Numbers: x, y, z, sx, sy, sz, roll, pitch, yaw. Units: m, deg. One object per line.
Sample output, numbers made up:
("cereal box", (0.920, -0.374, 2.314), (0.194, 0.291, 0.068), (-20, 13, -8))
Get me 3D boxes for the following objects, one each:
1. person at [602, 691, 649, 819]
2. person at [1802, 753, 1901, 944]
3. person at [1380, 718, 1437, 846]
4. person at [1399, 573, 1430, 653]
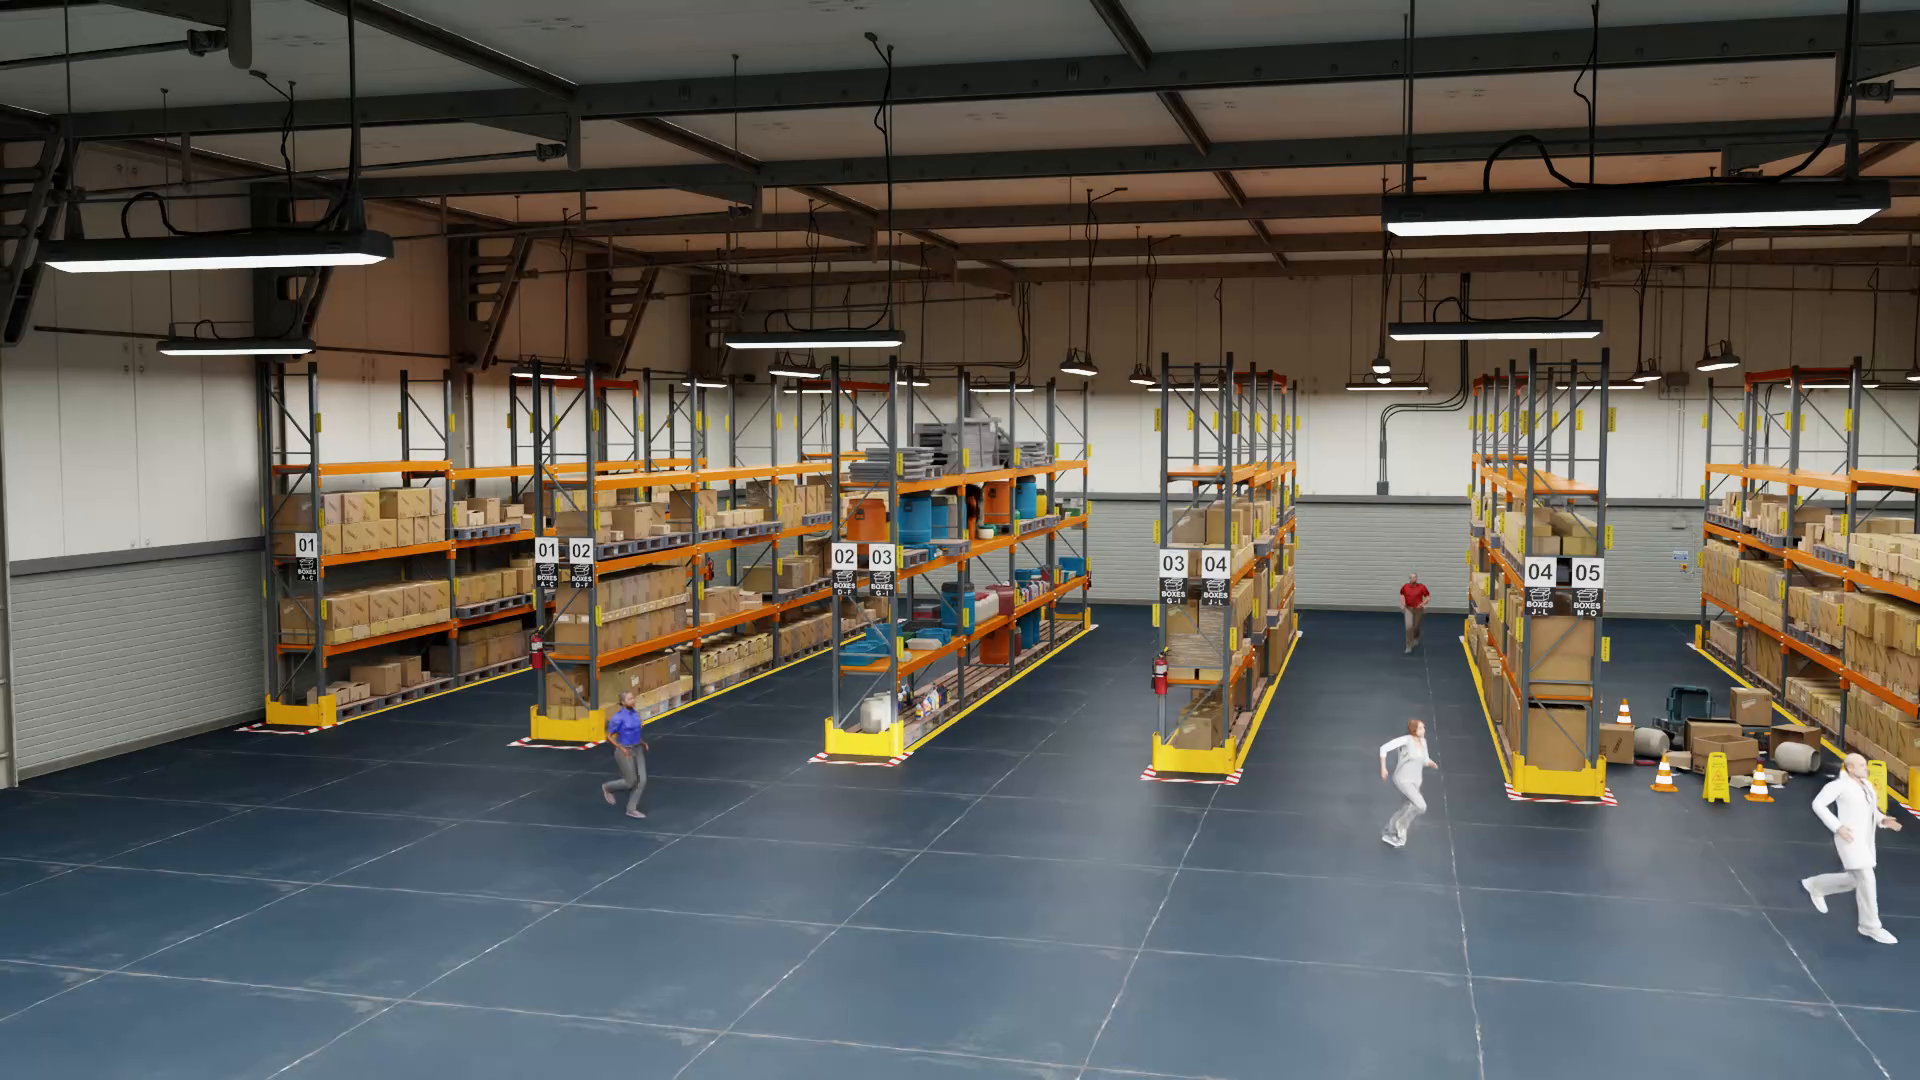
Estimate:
("person", (-4.249, 2.724, 21.155), (0.611, 1.605, 0.575), (2, 5, 30))
("person", (8.741, 2.978, 16.334), (0.710, 1.782, 0.987), (-3, 5, -33))
("person", (5.253, 2.847, 19.433), (0.567, 1.546, 0.703), (-3, 5, -34))
("person", (9.972, 1.590, 36.488), (0.668, 1.759, 0.834), (1, 4, 19))
